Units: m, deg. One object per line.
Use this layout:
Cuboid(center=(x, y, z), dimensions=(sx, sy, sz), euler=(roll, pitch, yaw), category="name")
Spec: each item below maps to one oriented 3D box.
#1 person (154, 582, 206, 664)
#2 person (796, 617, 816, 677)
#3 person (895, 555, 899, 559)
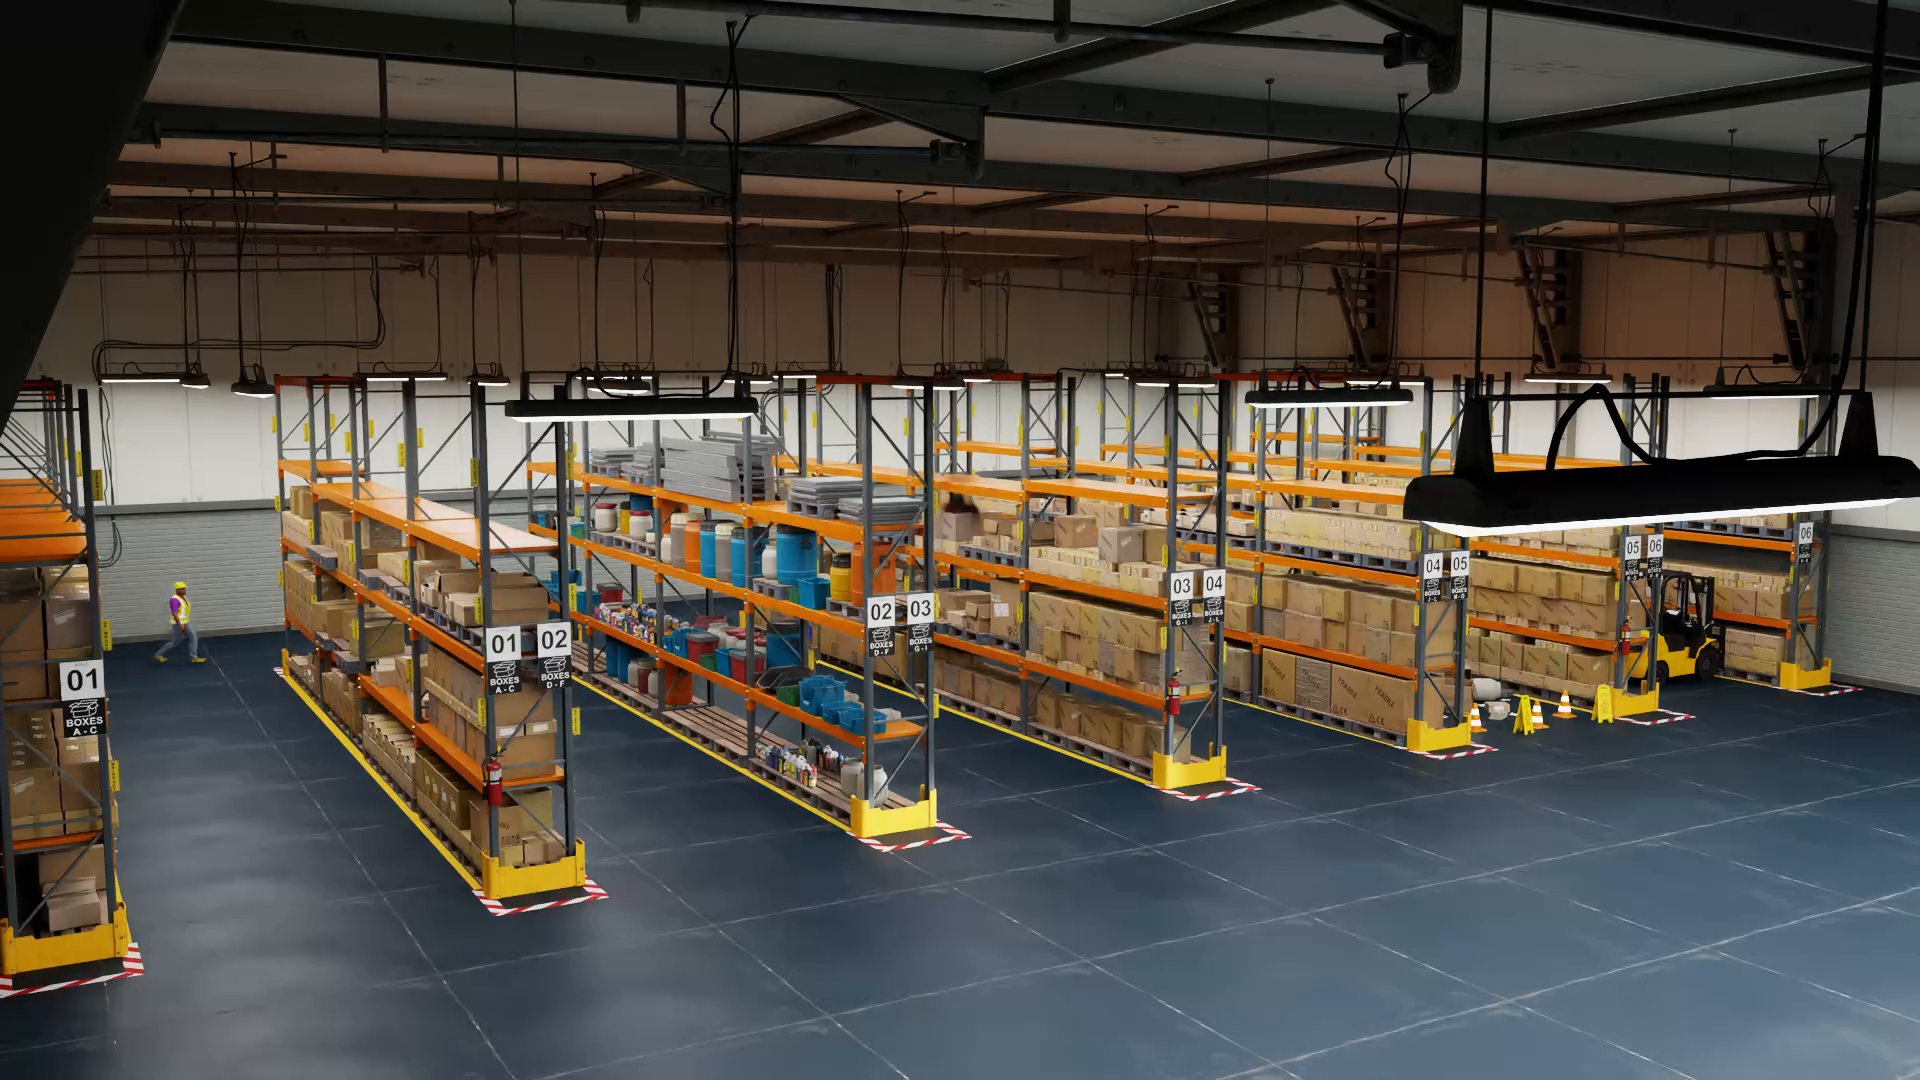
Cuboid(center=(-16.155, 1.720, 34.384), dimensions=(0.982, 1.721, 0.641), euler=(-1, 6, -6), category="person")
Cuboid(center=(-2.735, 1.970, 29.757), dimensions=(0.417, 1.655, 0.545), euler=(-5, 8, -38), category="person")
Cuboid(center=(-1.777, 0.980, 40.805), dimensions=(0.666, 1.753, 0.542), euler=(4, 7, 32), category="person")
